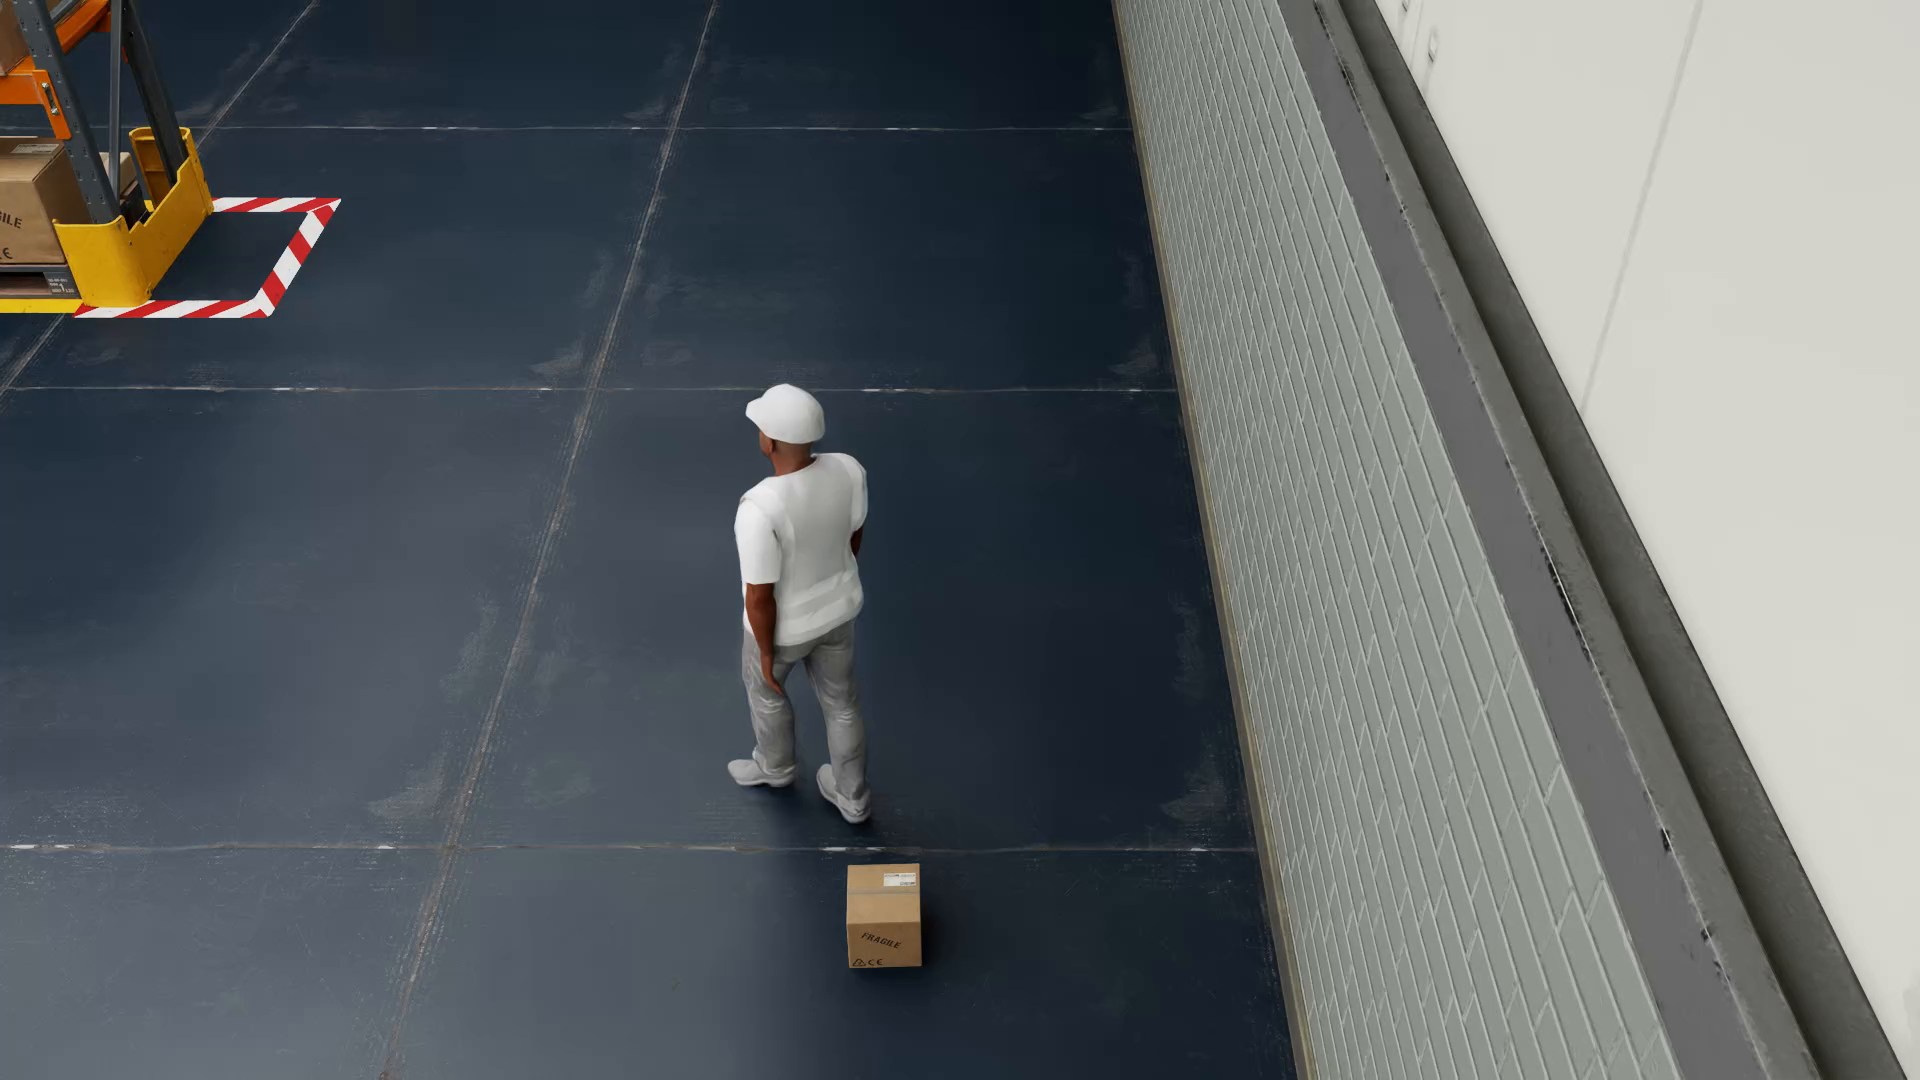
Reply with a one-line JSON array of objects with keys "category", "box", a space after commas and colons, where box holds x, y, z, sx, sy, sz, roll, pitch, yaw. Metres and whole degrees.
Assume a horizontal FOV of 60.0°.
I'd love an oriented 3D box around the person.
[{"category": "person", "box": [-0.531, 0.261, 5.825, 0.567, 1.799, 0.613, -25, 46, -28]}]
